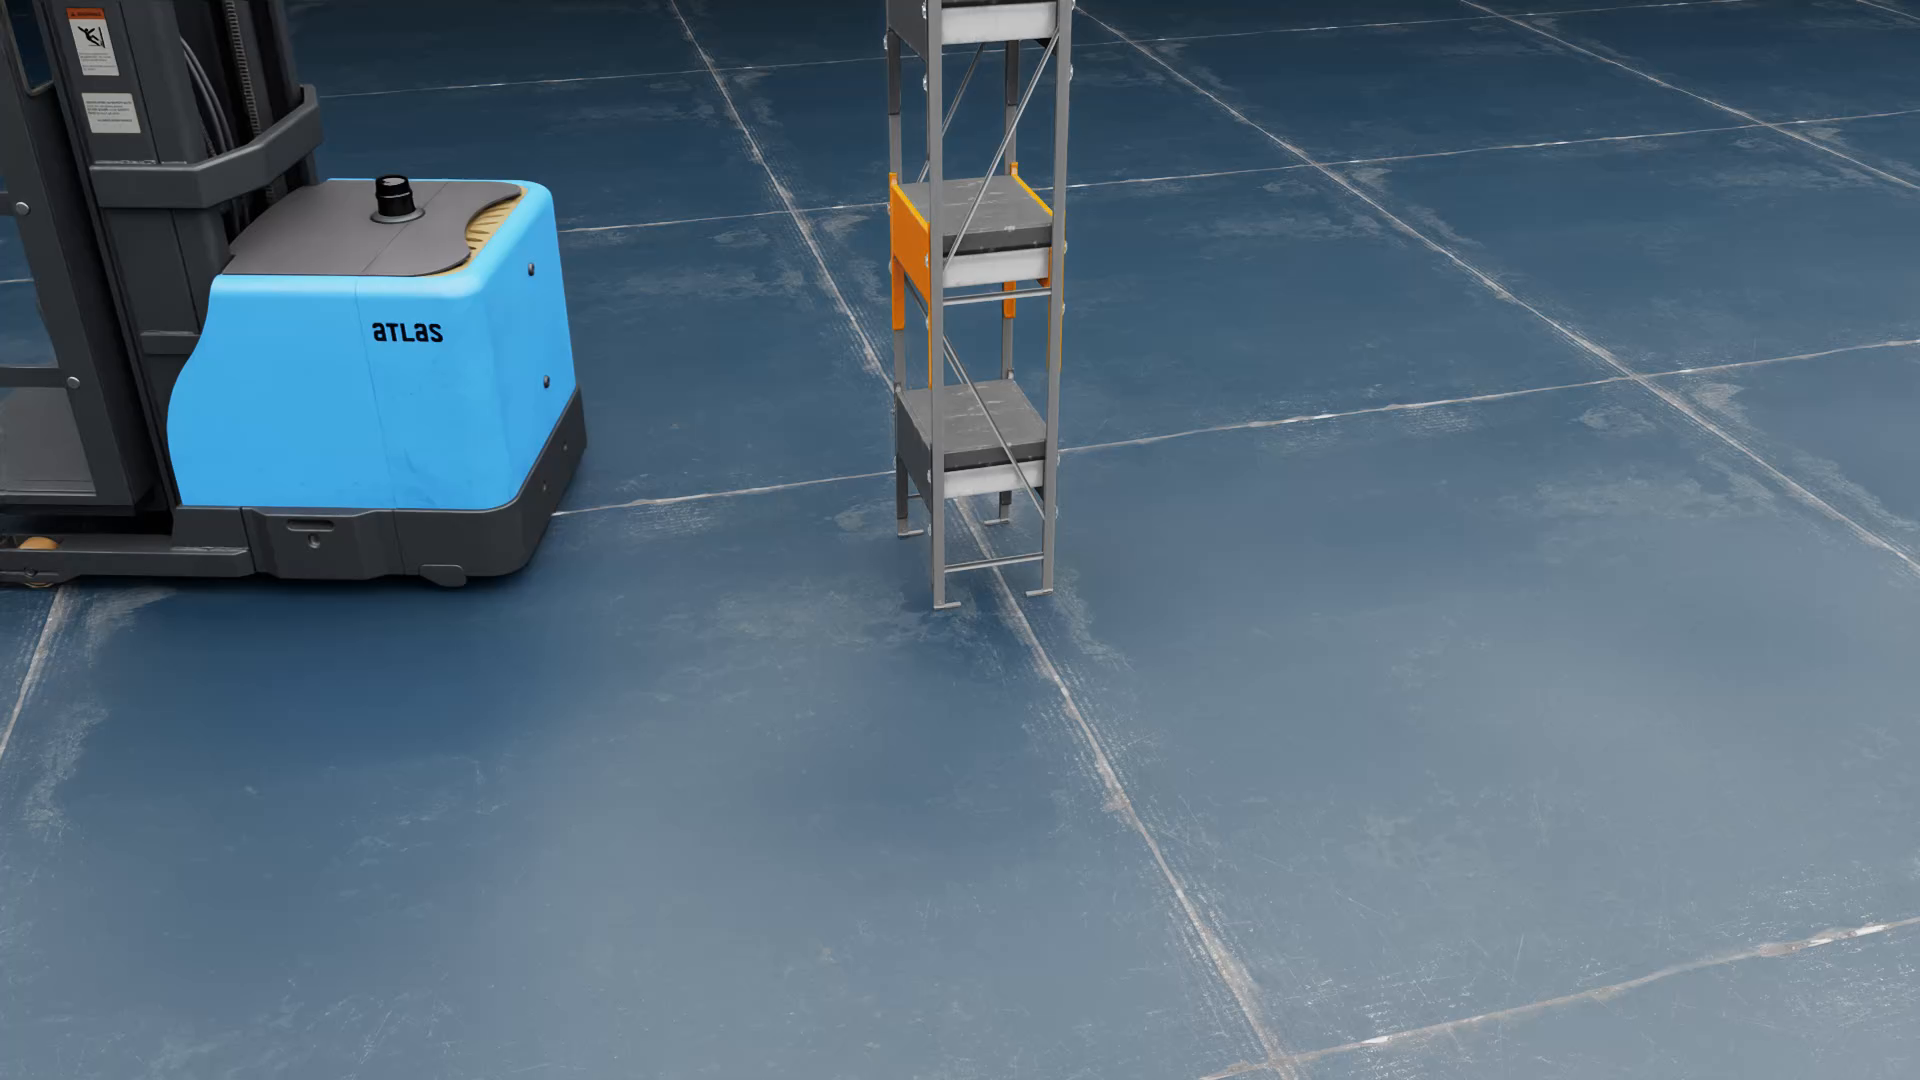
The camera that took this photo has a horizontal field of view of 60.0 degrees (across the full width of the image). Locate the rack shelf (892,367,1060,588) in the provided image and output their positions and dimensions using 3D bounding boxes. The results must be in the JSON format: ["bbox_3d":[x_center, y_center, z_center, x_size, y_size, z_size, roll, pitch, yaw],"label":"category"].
[{"bbox_3d":[0.044,-0.211,5.443,0.431,0.518,0.480,-8,31,-13],"label":"rack shelf"}]

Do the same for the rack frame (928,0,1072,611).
[{"bbox_3d":[0.109,-0.711,4.882,0.400,2.100,0.015,-8,31,-13],"label":"rack frame"}]

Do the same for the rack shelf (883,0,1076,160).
[{"bbox_3d":[0.044,-1.423,4.742,0.431,0.518,0.480,-8,31,-13],"label":"rack shelf"}]

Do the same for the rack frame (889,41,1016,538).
[{"bbox_3d":[-0.021,-0.947,5.289,0.400,2.100,0.015,-8,31,-13],"label":"rack frame"}]

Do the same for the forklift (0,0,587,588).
[{"bbox_3d":[-2.923,-1.373,5.197,3.031,2.935,1.130,1,30,2],"label":"forklift"}]

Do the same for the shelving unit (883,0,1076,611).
[{"bbox_3d":[0.044,-0.829,5.086,0.431,2.100,0.503,-8,31,-13],"label":"shelving unit"}]

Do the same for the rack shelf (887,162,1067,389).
[{"bbox_3d":[0.044,-0.817,5.093,0.431,0.518,0.480,-8,31,-13],"label":"rack shelf"}]
